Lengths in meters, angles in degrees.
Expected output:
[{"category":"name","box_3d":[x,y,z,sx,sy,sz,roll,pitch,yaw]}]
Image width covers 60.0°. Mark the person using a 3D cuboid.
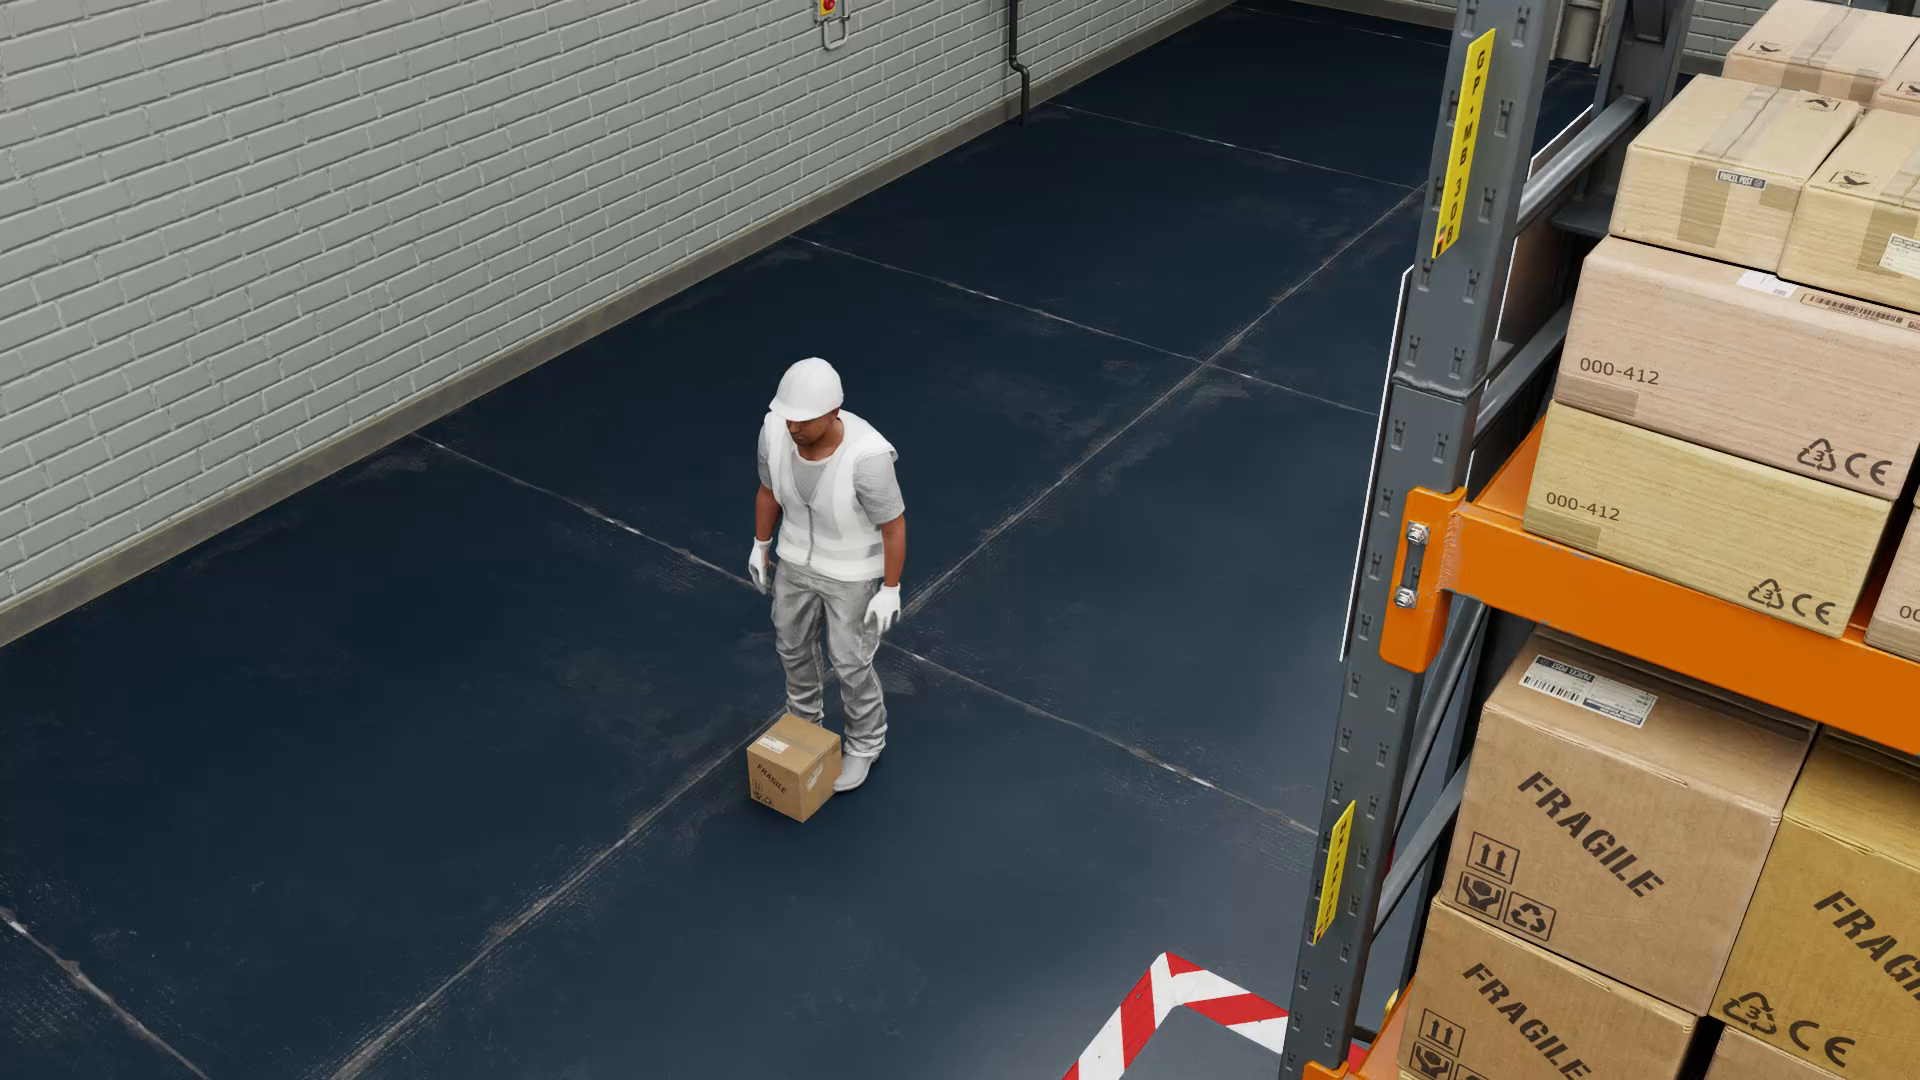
[{"category":"person","box_3d":[-0.482,0.114,5.967,0.625,1.773,0.451,19,39,25]}]
